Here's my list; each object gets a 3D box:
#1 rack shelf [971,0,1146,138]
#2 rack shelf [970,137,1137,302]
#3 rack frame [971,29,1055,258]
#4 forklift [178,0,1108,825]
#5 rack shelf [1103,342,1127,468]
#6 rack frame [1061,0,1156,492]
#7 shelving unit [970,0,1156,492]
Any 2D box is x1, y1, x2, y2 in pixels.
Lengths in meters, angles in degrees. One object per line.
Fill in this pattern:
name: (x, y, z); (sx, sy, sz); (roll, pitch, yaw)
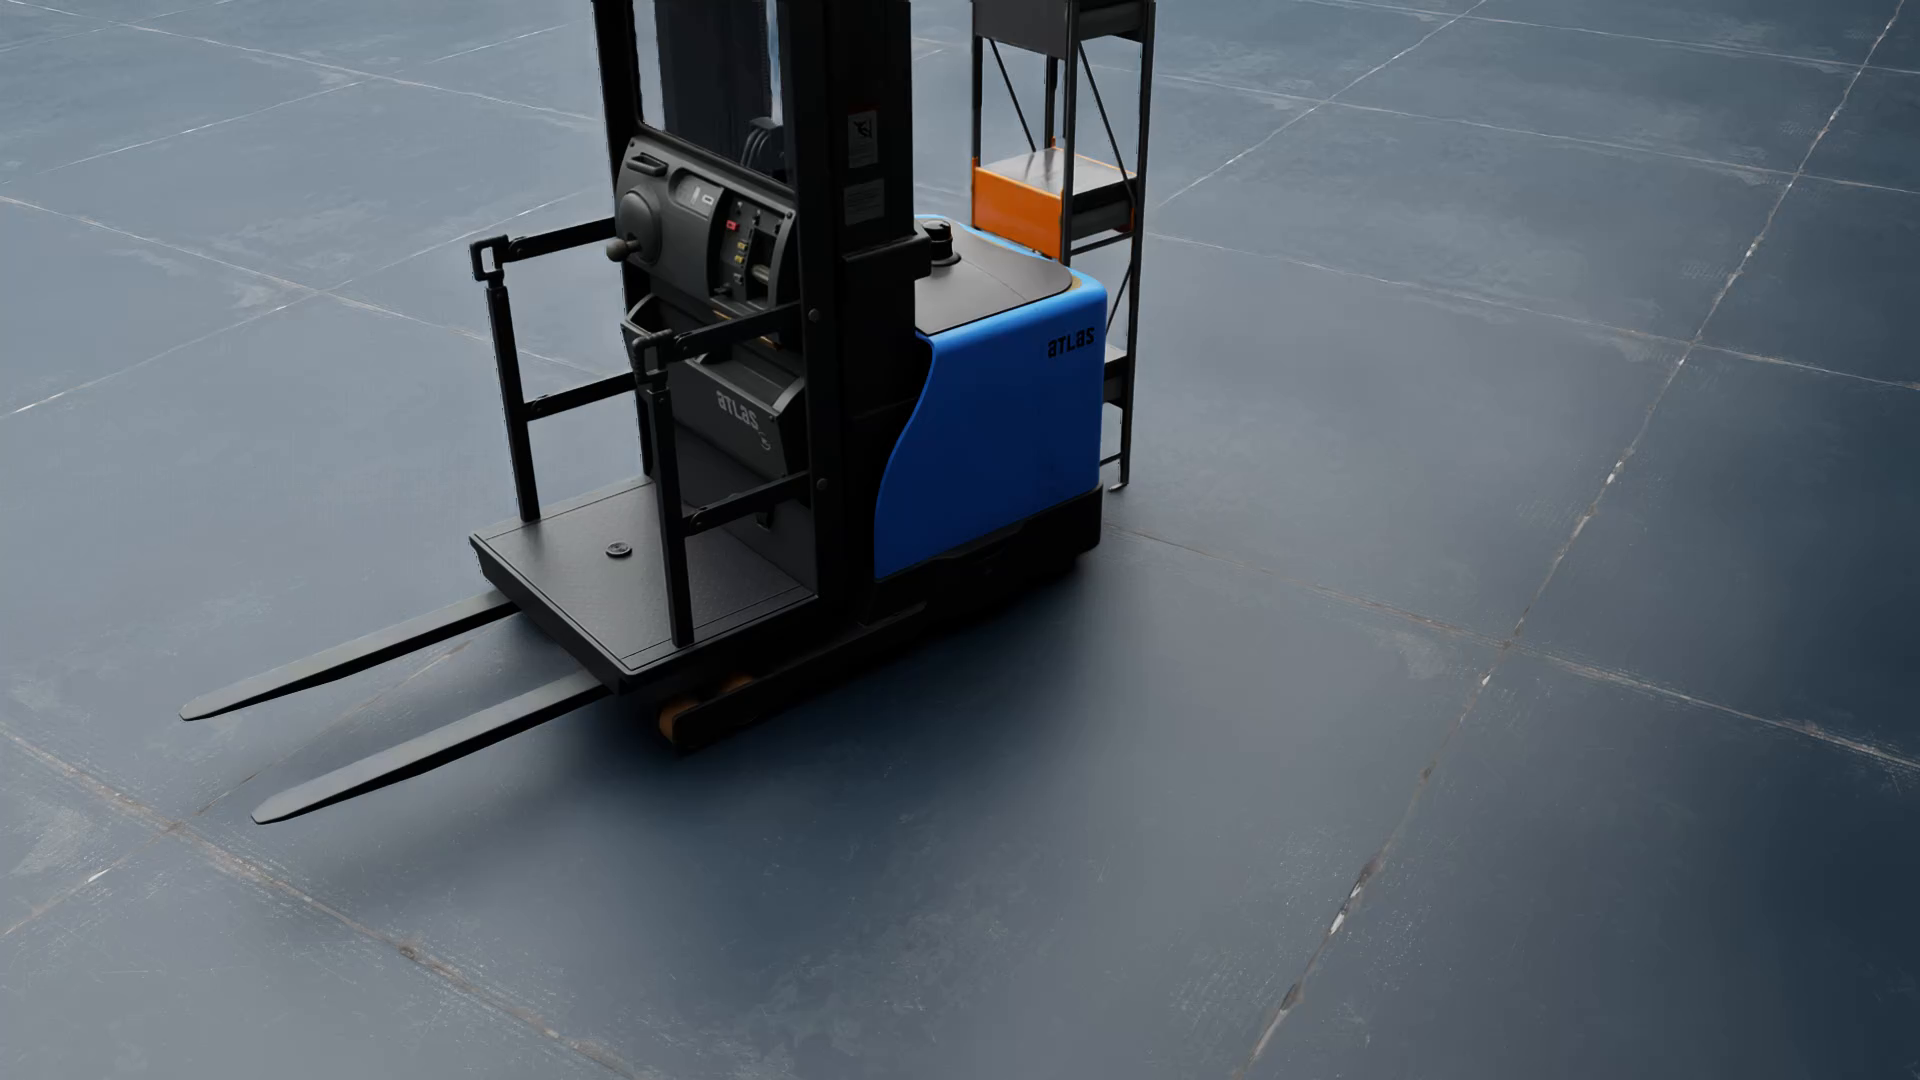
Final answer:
rack shelf: (0.355, -1.751, 5.806); (0.431, 0.518, 0.480); (-23, 37, -34)
rack shelf: (0.355, -1.146, 6.158); (0.431, 0.518, 0.480); (-23, 37, -34)
rack frame: (0.197, -1.252, 6.312); (0.400, 2.100, 0.015); (-23, 37, -34)
forklift: (-0.943, -0.921, 4.920); (3.031, 2.935, 1.130); (-23, 37, -33)
rack shelf: (0.355, -0.542, 6.511); (0.431, 0.518, 0.480); (-23, 37, -34)
rack frame: (0.513, -1.065, 5.991); (0.400, 2.100, 0.015); (-23, 37, -34)
shelving unit: (0.355, -1.158, 6.151); (0.431, 2.100, 0.503); (-23, 37, -34)
